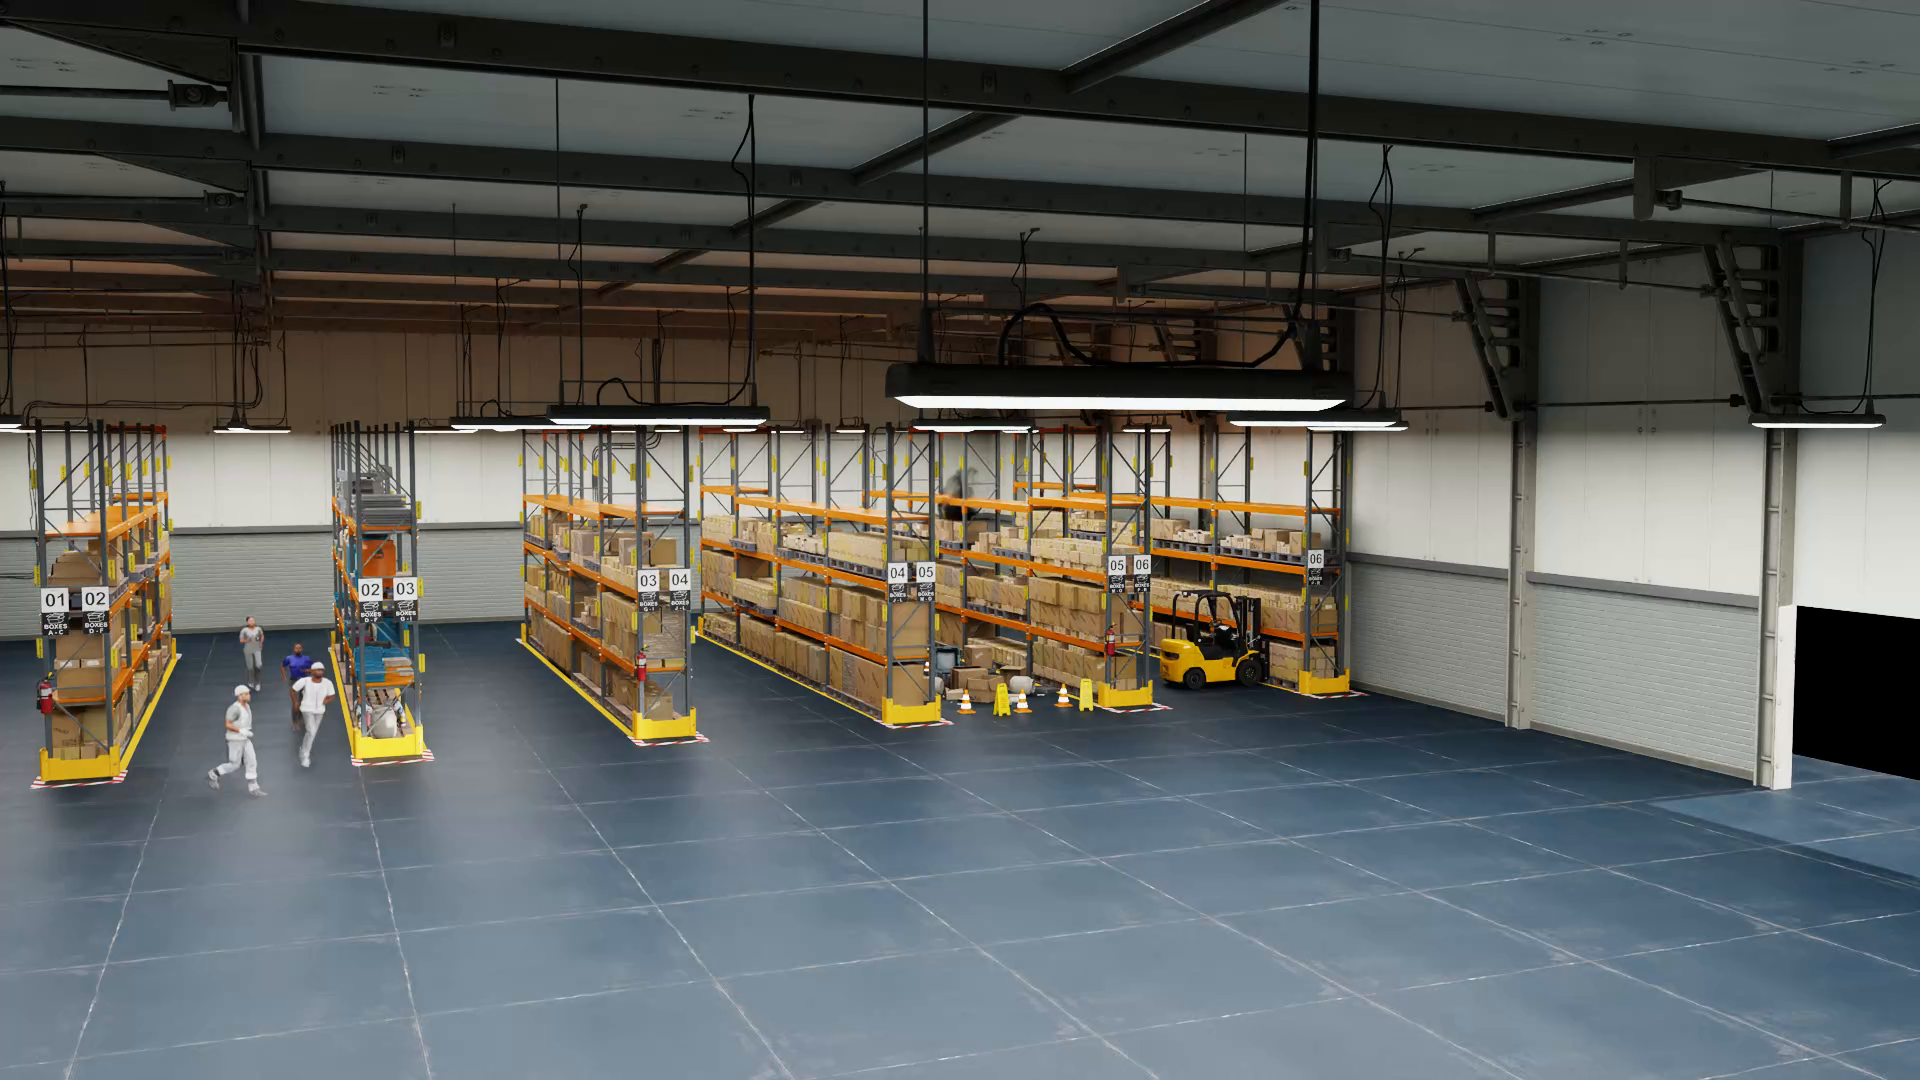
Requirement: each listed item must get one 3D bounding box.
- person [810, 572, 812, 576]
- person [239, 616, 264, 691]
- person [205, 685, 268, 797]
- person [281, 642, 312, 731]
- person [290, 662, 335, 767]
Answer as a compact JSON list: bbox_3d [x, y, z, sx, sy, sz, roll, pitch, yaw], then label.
[{"bbox_3d":[-4.352,1.769,50.754,0.712,1.605,0.551,-1,4,-12],"label":"person"},{"bbox_3d":[-15.913,2.555,37.413,0.544,1.704,0.691,-2,4,-31],"label":"person"},{"bbox_3d":[-11.477,3.188,26.388,0.999,1.773,0.684,0,4,1],"label":"person"},{"bbox_3d":[-12.963,2.860,32.563,0.547,1.718,0.777,-2,4,-32],"label":"person"},{"bbox_3d":[-11.318,3.039,29.165,0.698,1.797,0.677,3,5,44],"label":"person"}]
